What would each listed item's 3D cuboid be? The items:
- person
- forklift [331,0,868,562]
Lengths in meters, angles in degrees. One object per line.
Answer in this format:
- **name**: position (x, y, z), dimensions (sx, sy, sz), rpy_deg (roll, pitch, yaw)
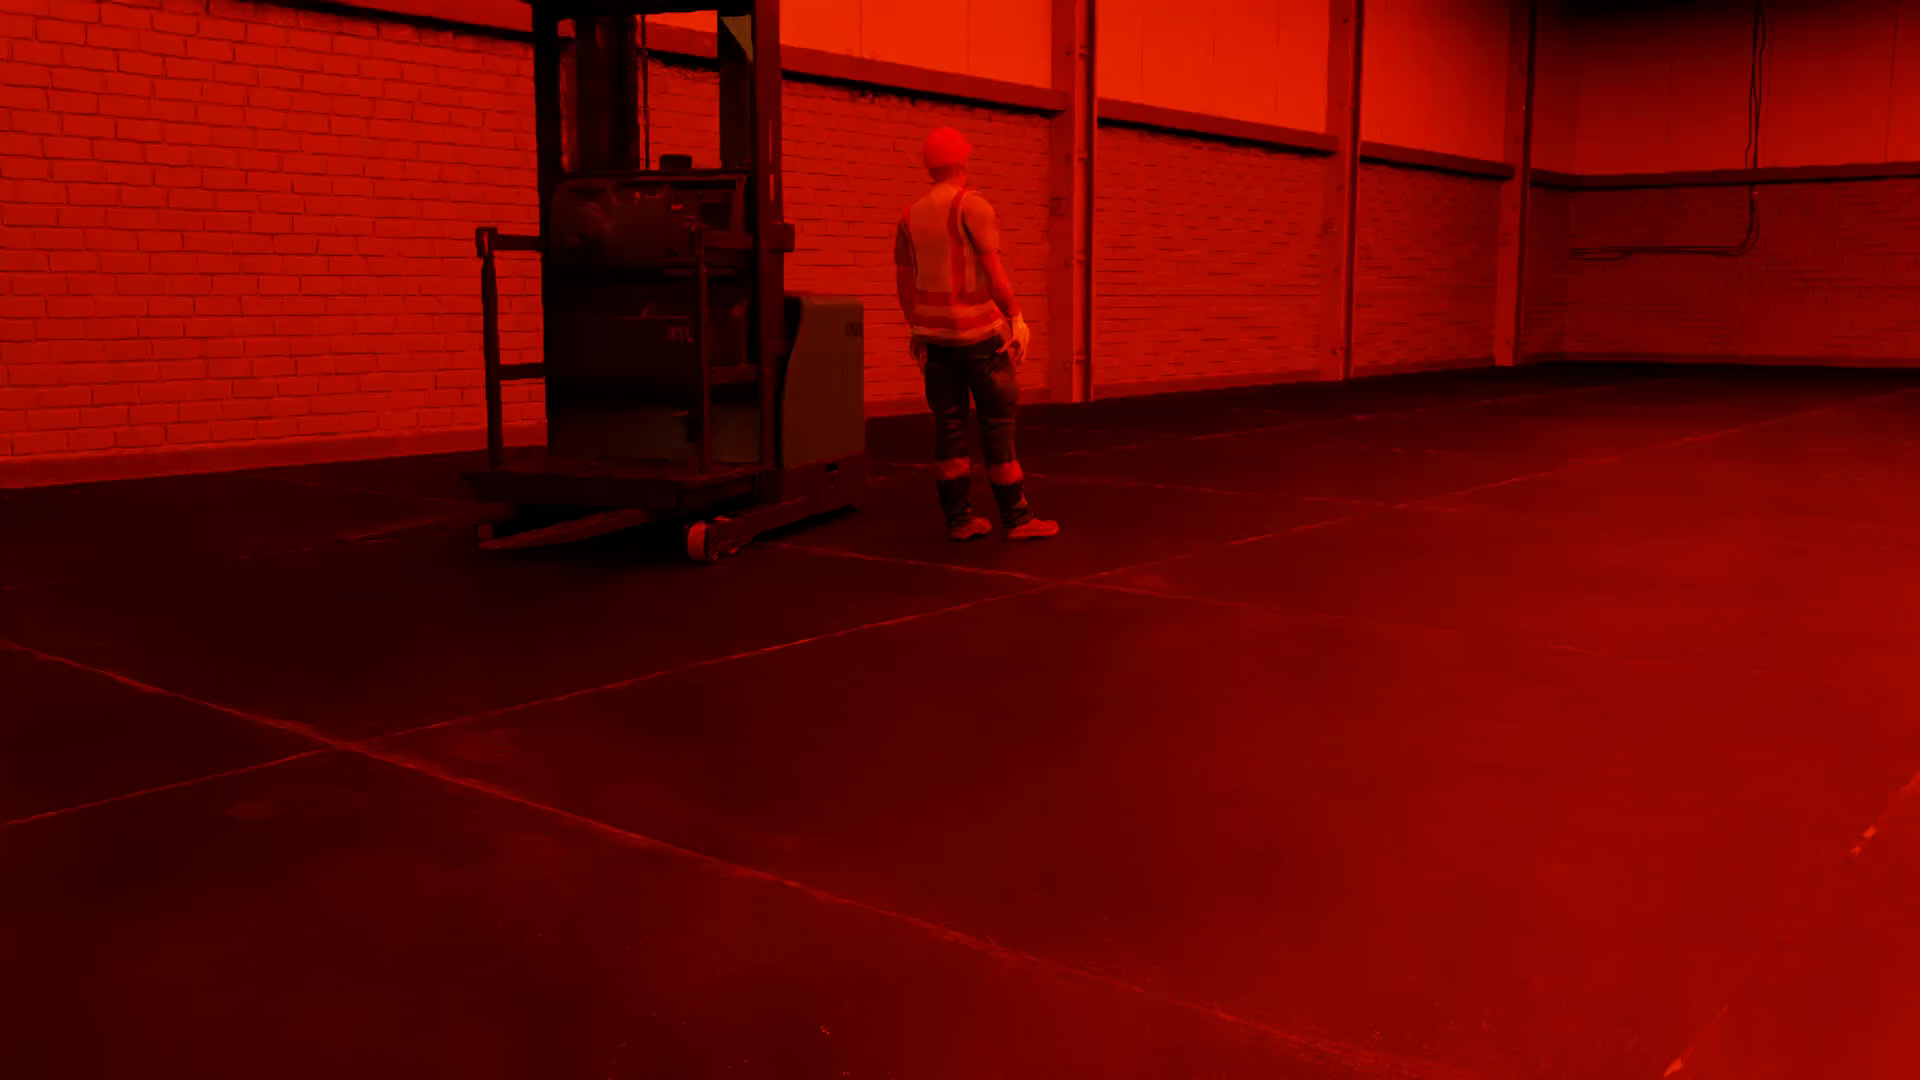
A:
- **person**: position (0.059, -0.900, 7.329), dimensions (0.637, 1.787, 0.563), rpy_deg (7, 11, 38)
- **forklift**: position (-1.423, -1.424, 7.014), dimensions (1.130, 2.935, 3.031), rpy_deg (3, 9, 19)
